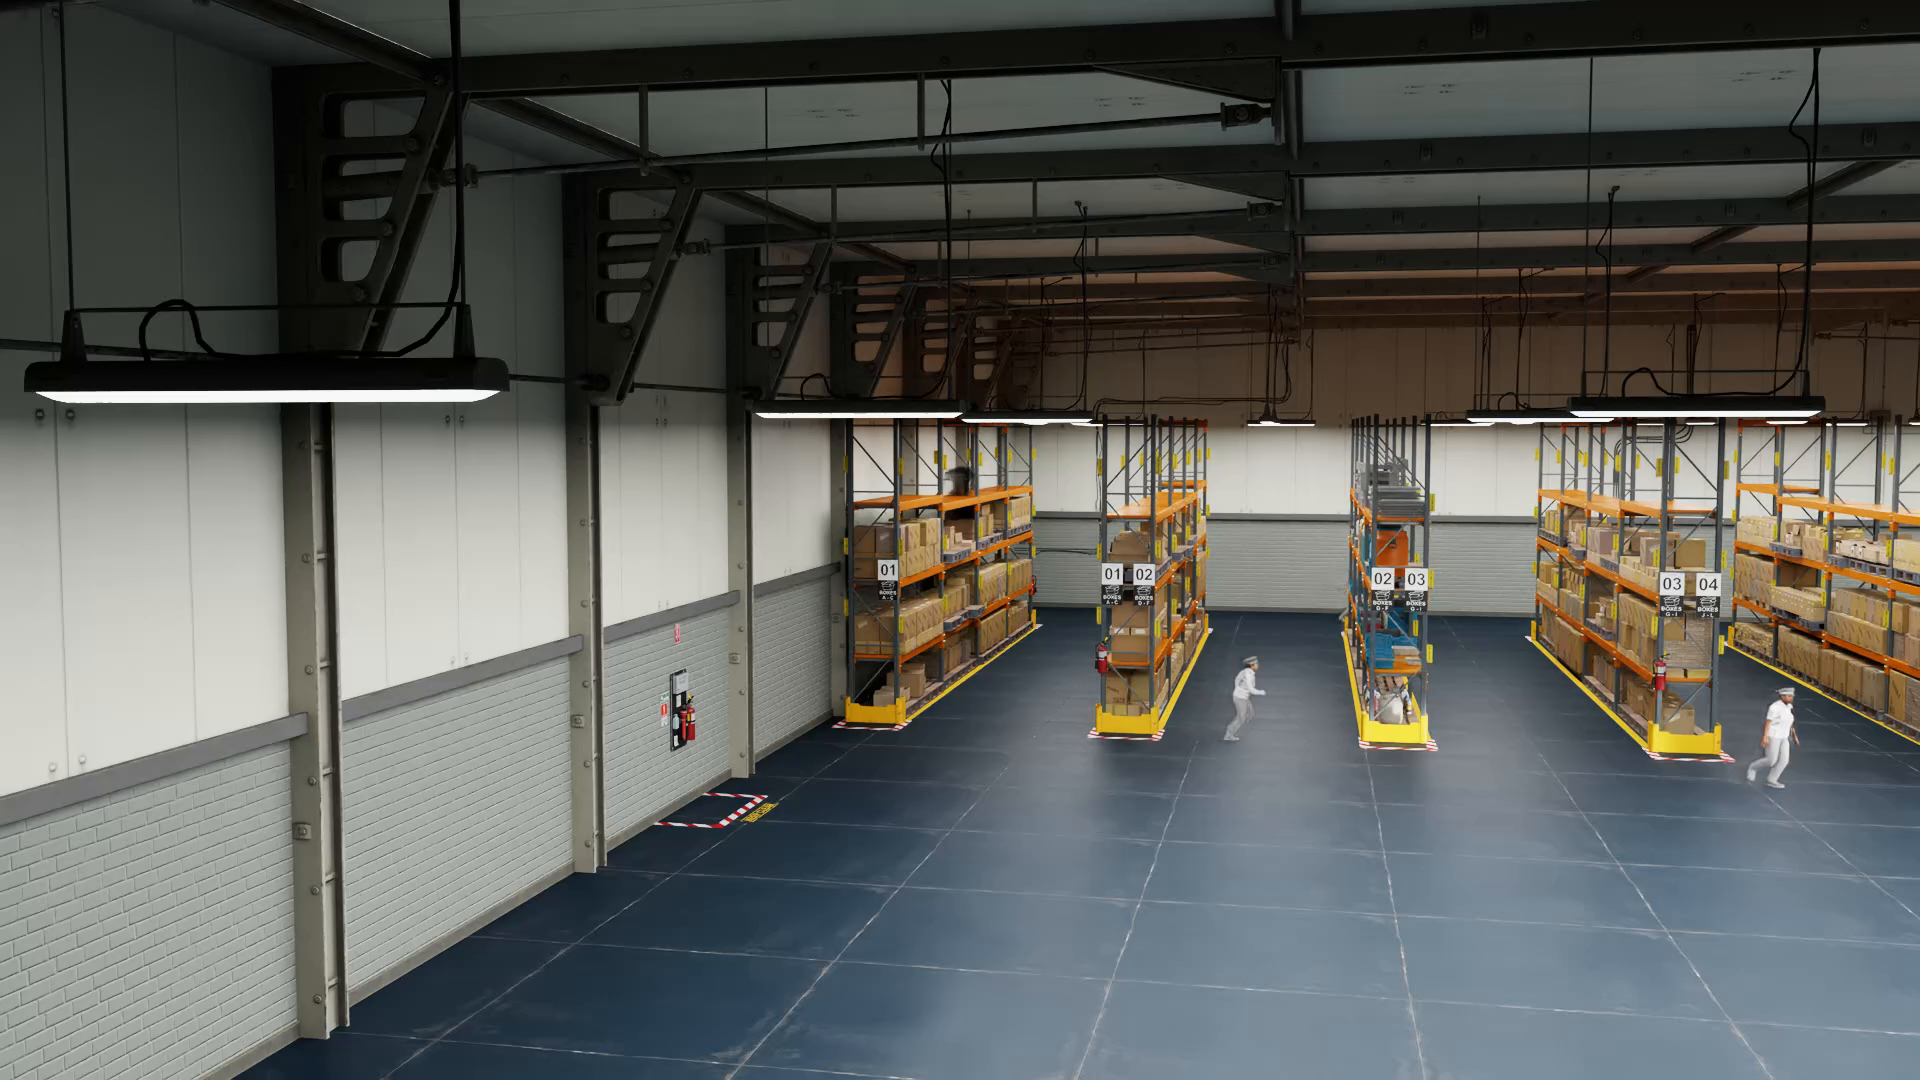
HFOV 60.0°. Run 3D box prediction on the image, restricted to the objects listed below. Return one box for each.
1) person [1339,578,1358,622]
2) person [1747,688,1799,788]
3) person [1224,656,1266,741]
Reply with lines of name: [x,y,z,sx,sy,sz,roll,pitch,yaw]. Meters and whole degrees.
person: [11.700,1.742,48.898,0.652,1.519,1.184,-4,5,-45]
person: [13.013,3.133,26.603,0.582,1.624,0.625,-2,4,-26]
person: [5.235,2.902,30.497,0.756,1.574,0.592,1,4,9]
